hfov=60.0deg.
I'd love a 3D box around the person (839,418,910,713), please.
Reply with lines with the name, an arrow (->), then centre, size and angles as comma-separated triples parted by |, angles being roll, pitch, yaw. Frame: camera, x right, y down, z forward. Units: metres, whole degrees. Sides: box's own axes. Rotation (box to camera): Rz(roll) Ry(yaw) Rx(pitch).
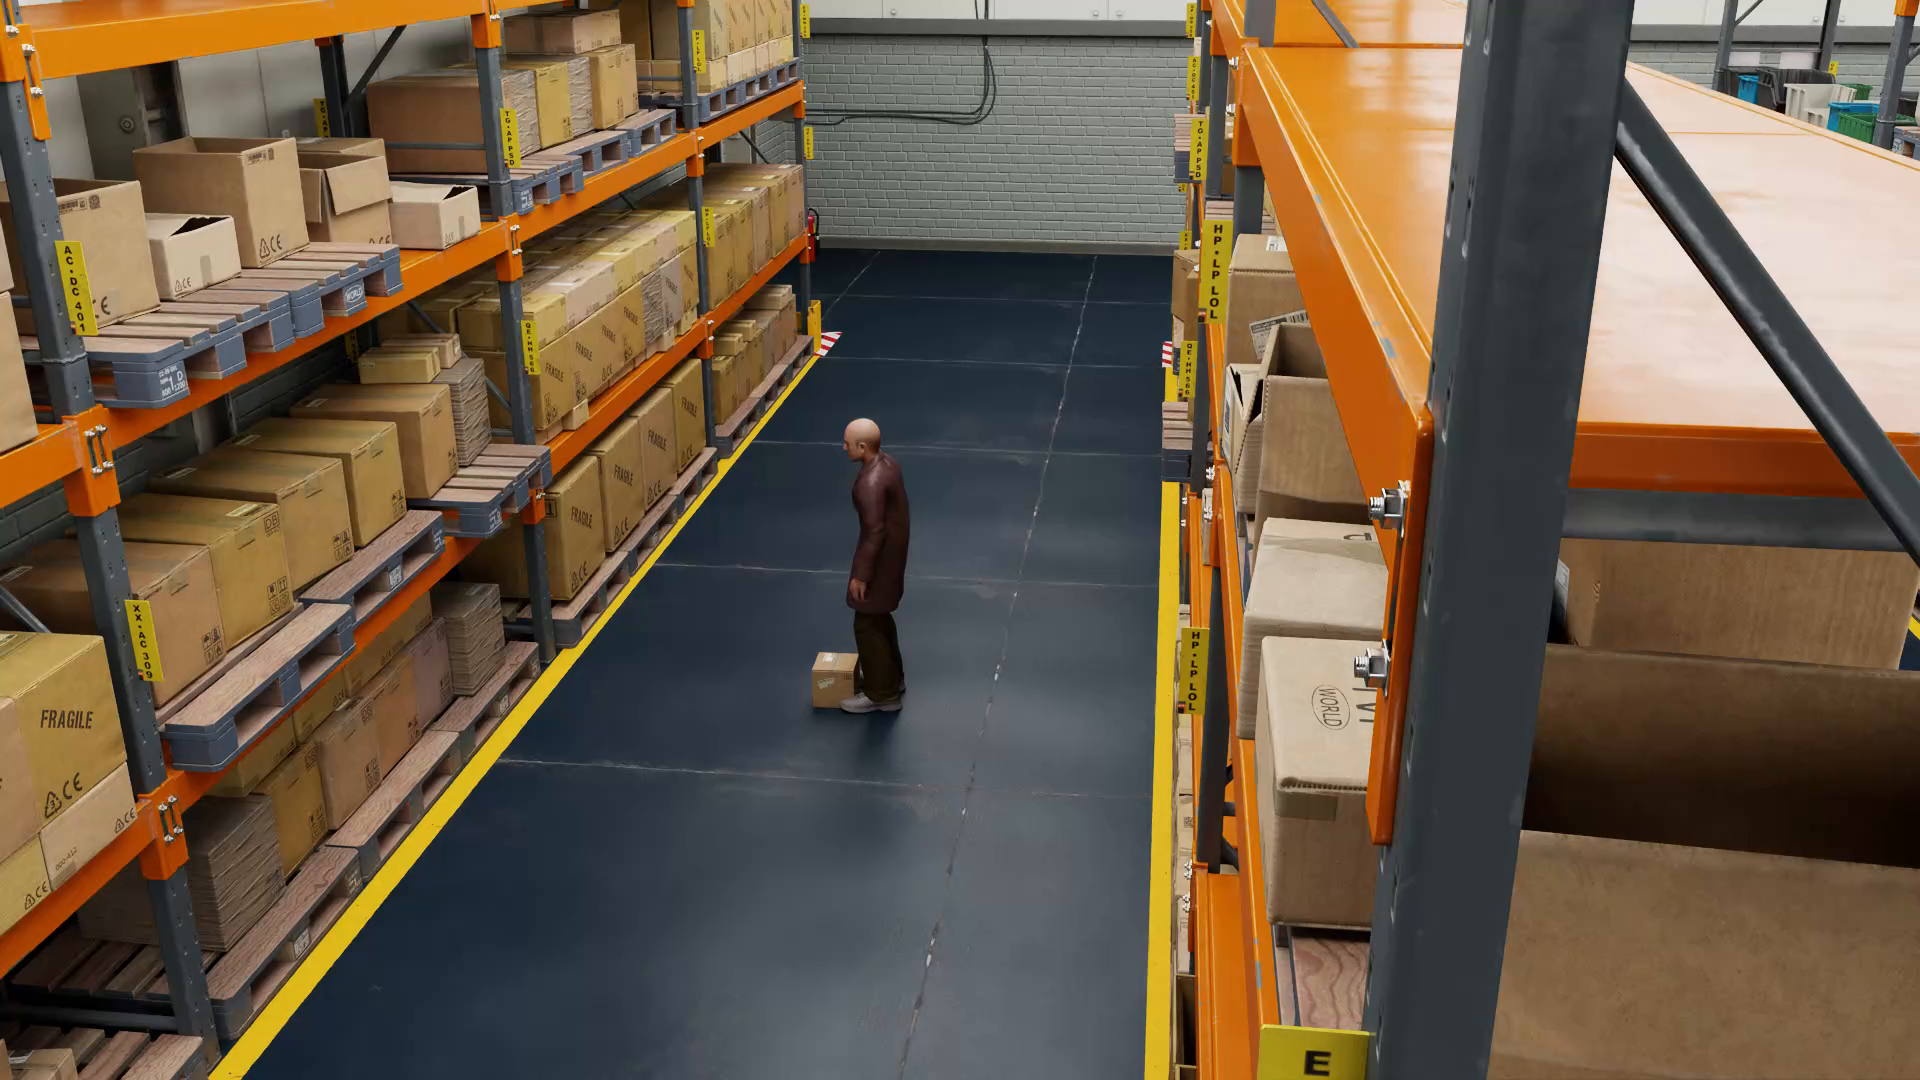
person -> -0.502, 0.140, 9.734 | 0.424, 1.774, 0.643 | 3, 21, 7
